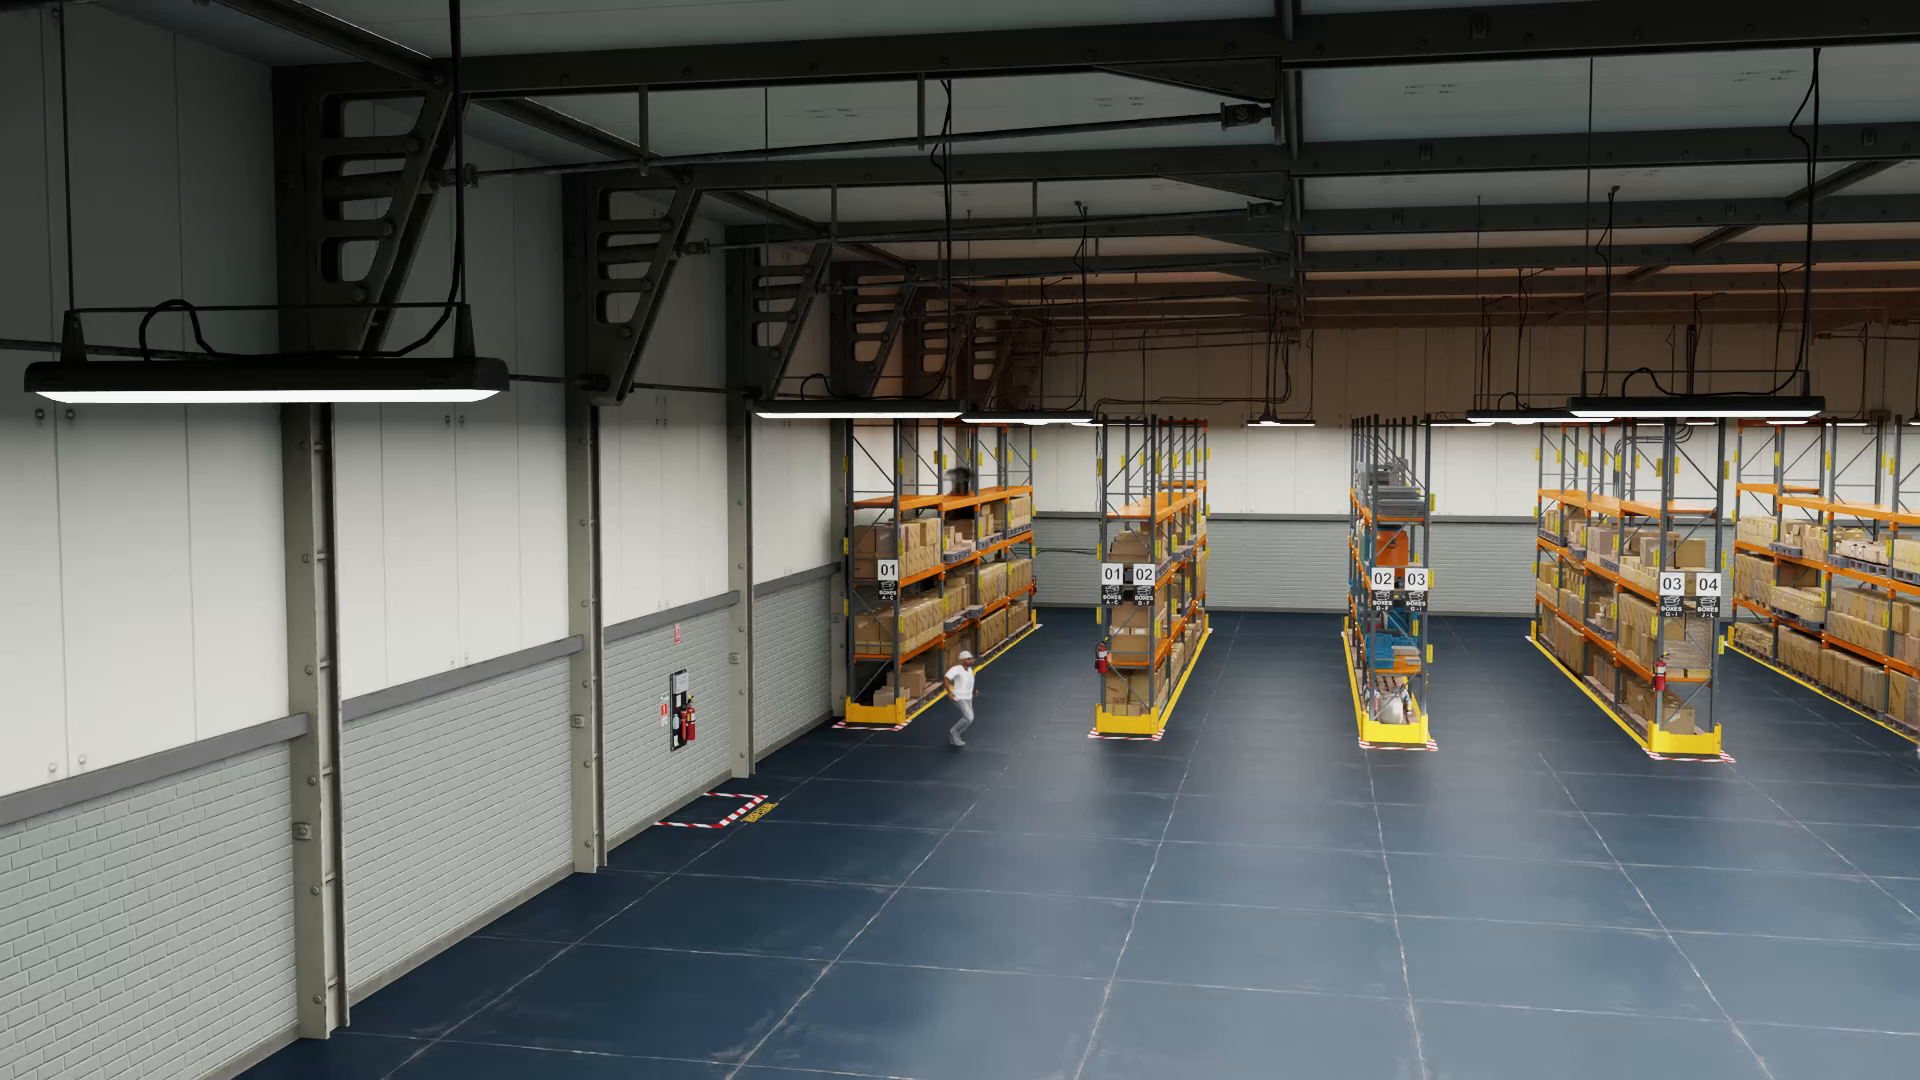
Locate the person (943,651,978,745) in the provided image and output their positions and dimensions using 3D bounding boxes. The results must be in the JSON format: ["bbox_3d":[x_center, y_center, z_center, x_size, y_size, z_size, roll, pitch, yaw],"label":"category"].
[{"bbox_3d":[0.042,2.826,29.994,0.557,1.654,0.753,3,5,36],"label":"person"}]

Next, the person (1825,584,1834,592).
[{"bbox_3d":[22.608,1.977,43.131,0.675,1.755,0.860,-1,4,-14],"label":"person"}]
